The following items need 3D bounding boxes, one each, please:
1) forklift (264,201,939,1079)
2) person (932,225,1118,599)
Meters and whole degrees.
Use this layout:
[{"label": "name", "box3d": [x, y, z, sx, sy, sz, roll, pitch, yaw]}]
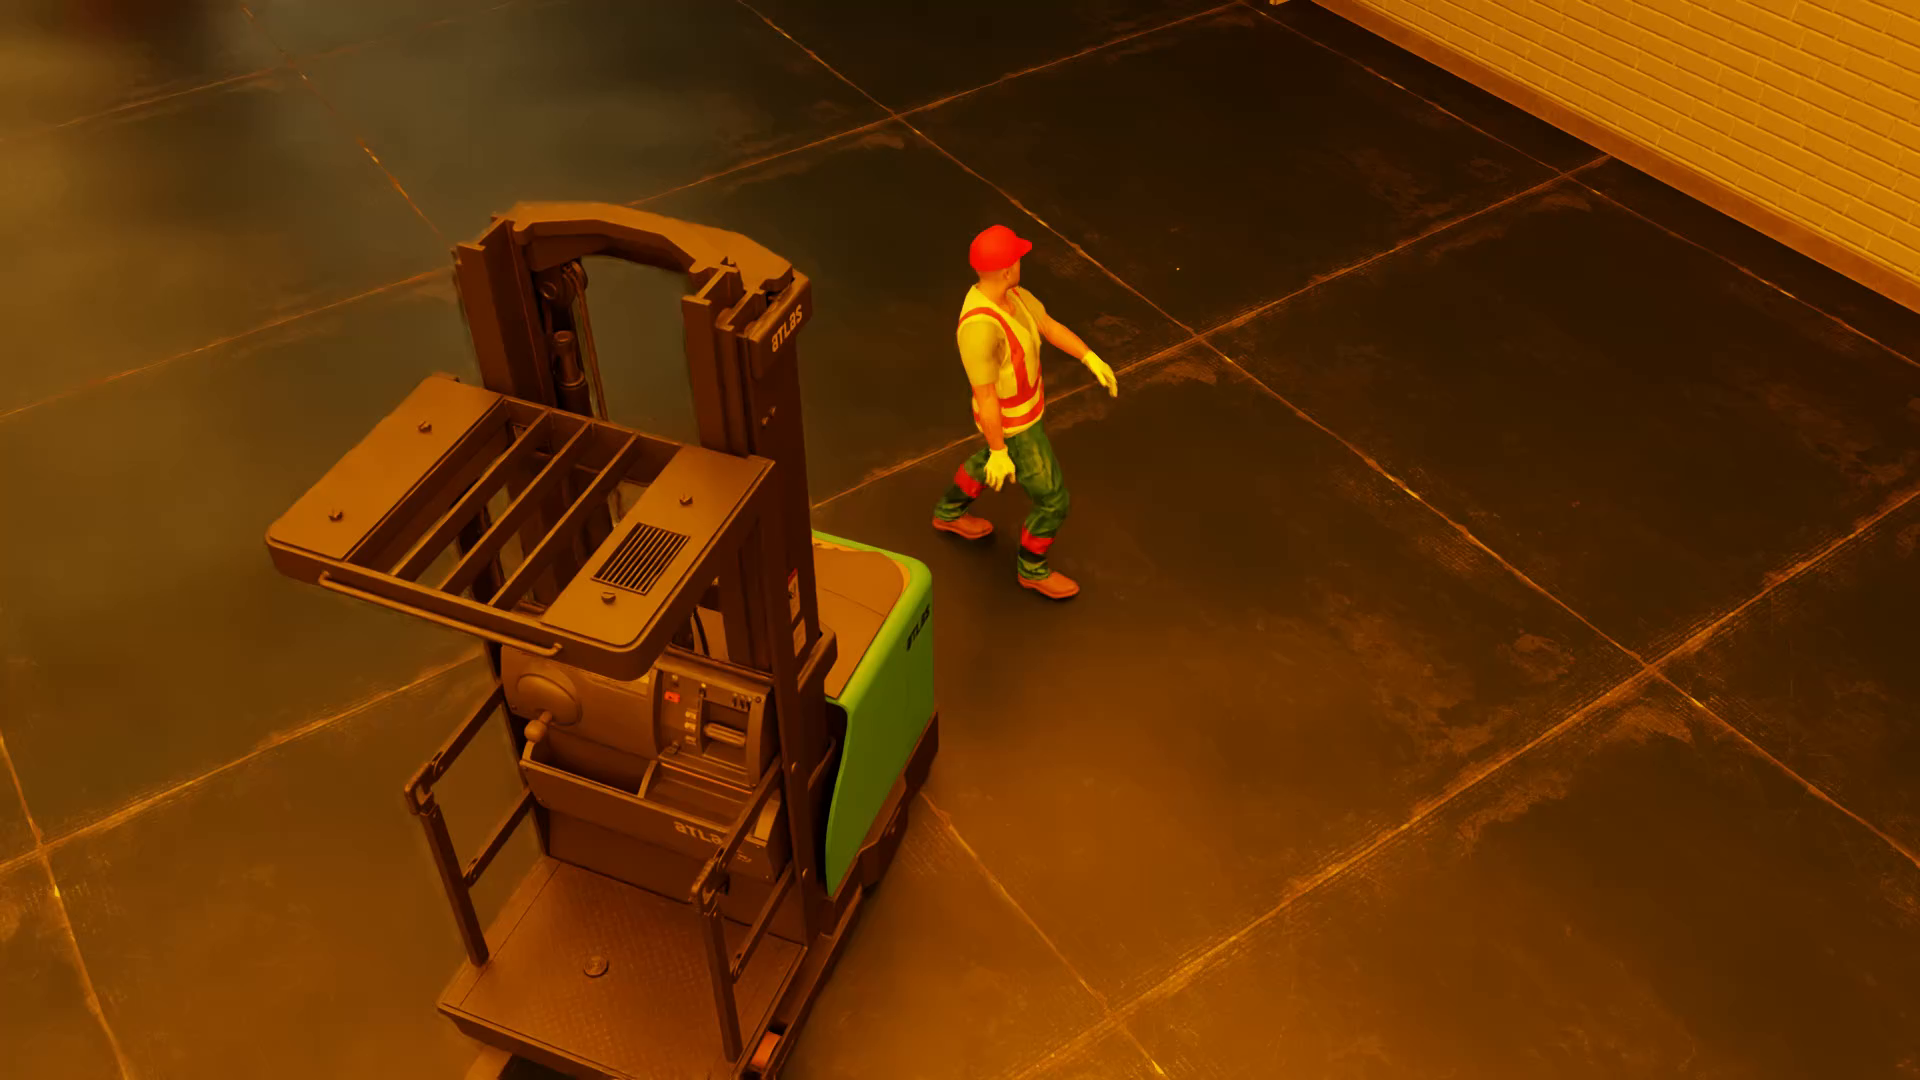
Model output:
[{"label": "forklift", "box3d": [-1.106, 0.600, 5.064, 1.130, 2.935, 3.031, 15, 45, 16]}, {"label": "person", "box3d": [0.271, -0.531, 7.206, 0.818, 1.704, 0.722, 1, 43, 1]}]
